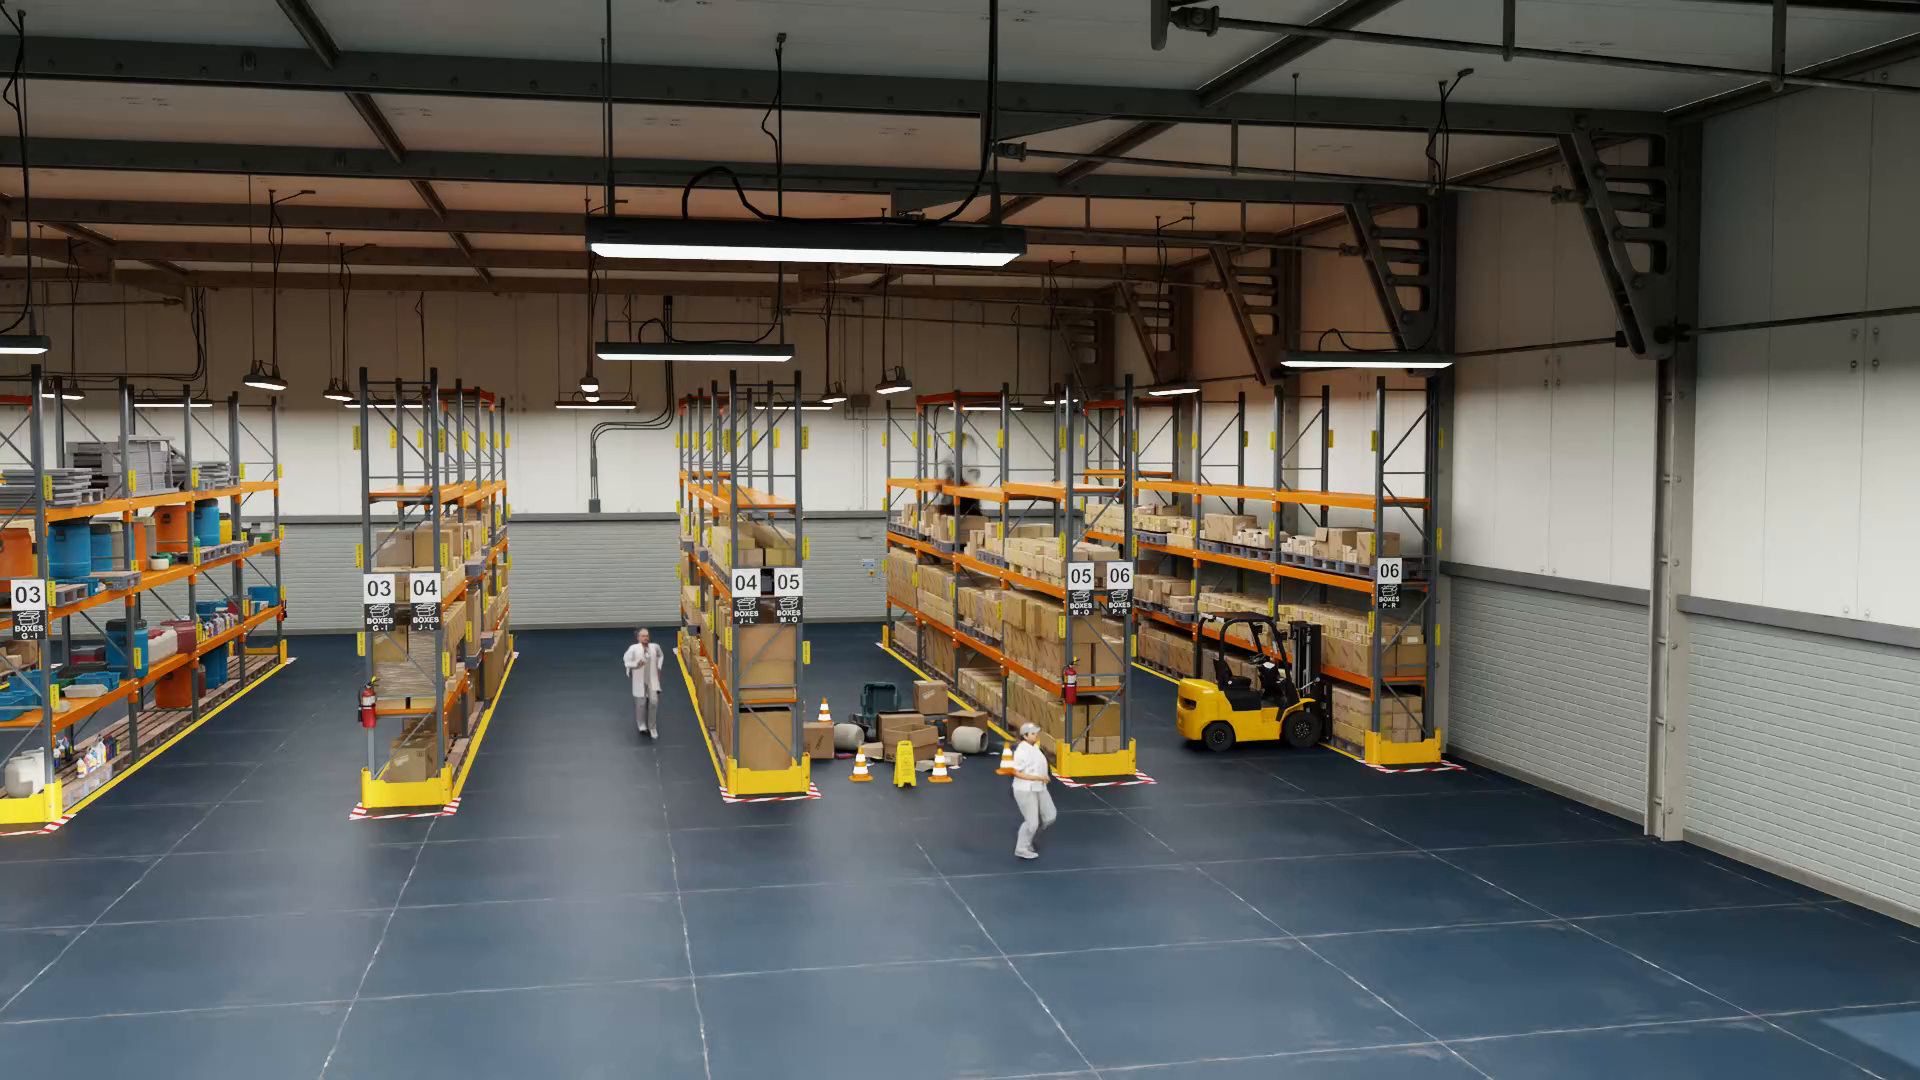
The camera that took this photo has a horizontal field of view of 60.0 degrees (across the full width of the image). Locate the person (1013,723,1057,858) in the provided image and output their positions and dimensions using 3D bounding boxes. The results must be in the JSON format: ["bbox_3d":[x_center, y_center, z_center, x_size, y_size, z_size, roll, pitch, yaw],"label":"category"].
[{"bbox_3d":[0.906,2.998,19.909,0.540,1.623,0.595,2,4,31],"label":"person"}]

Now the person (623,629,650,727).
[{"bbox_3d":[-5.578,2.396,29.205,0.611,1.682,0.940,-1,4,-18],"label":"person"}]

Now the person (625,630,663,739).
[{"bbox_3d":[-5.339,2.437,28.216,0.690,1.842,0.823,-1,4,-18],"label":"person"}]
